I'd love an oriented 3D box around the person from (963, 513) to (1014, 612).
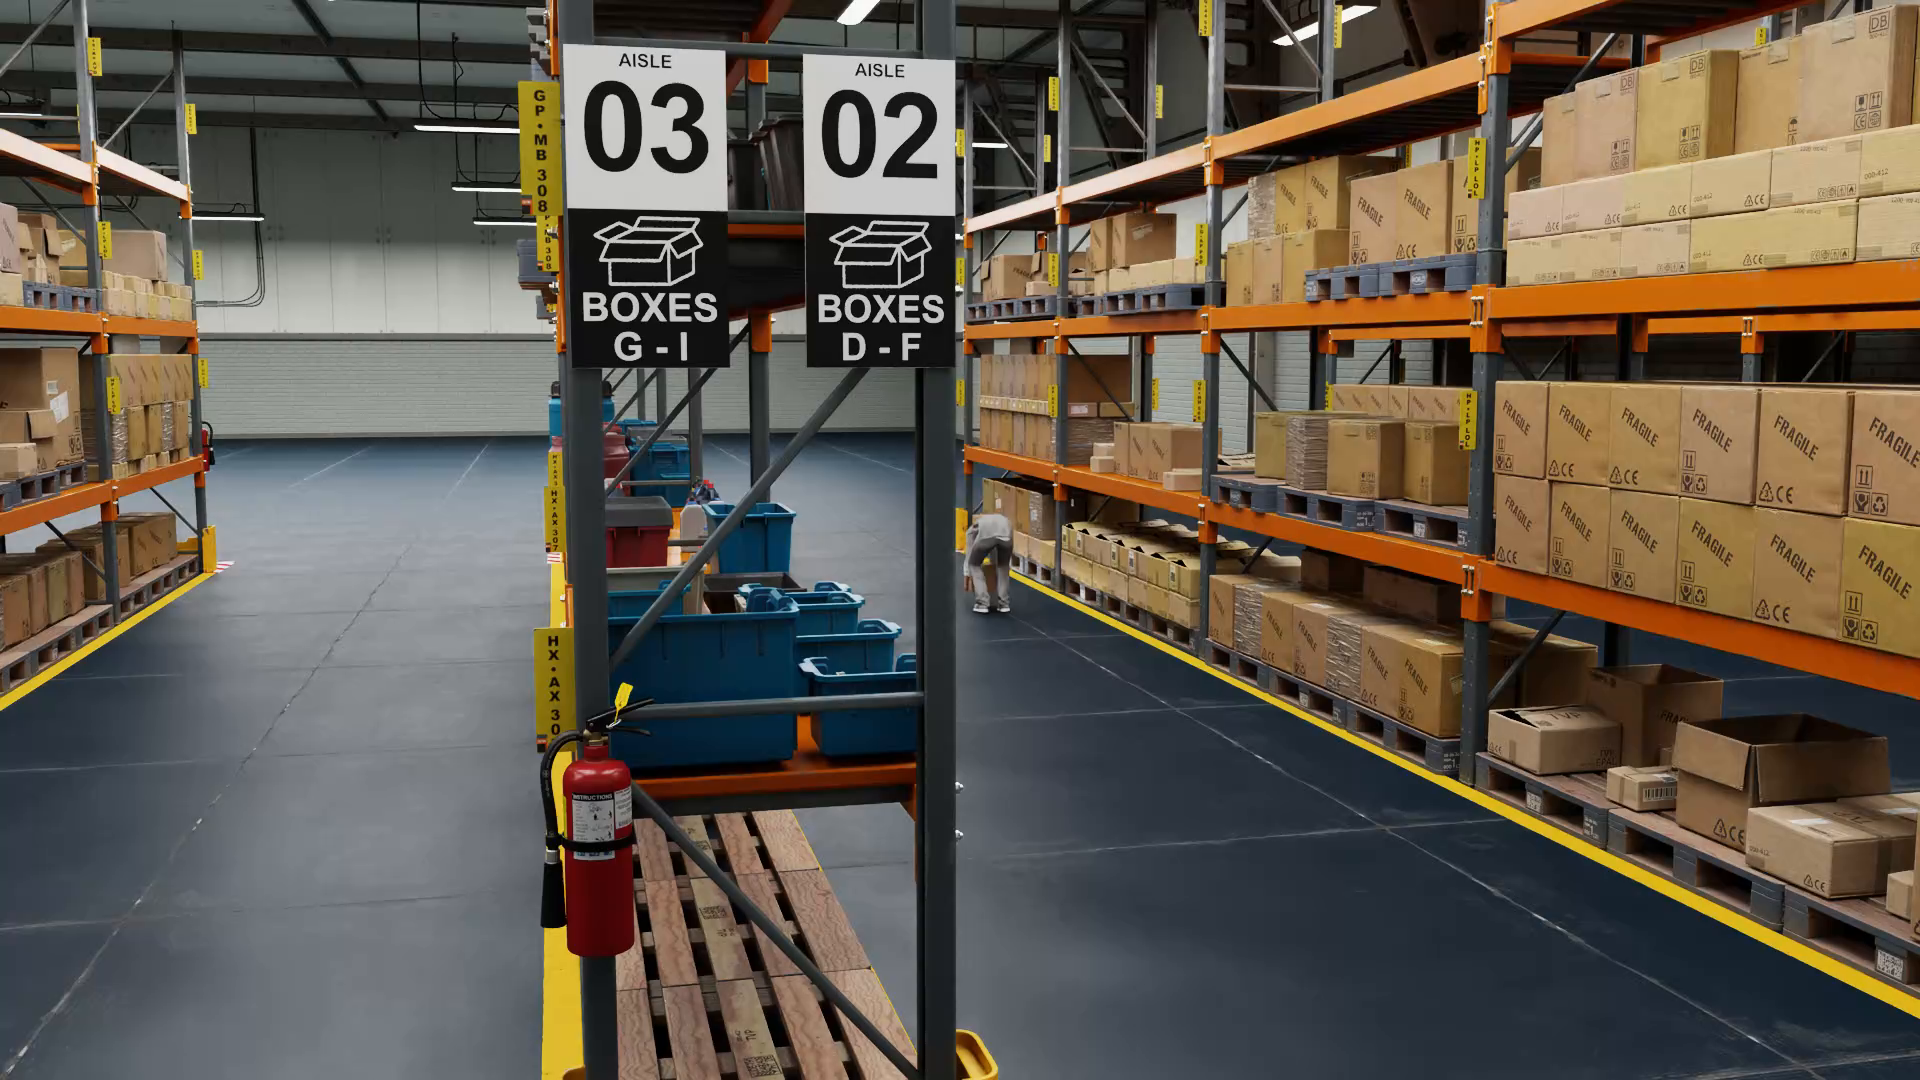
[{"bbox_3d":[0.261,0.201,16.013,0.411,0.948,0.866,-2,7,-15],"label":"person"}]
